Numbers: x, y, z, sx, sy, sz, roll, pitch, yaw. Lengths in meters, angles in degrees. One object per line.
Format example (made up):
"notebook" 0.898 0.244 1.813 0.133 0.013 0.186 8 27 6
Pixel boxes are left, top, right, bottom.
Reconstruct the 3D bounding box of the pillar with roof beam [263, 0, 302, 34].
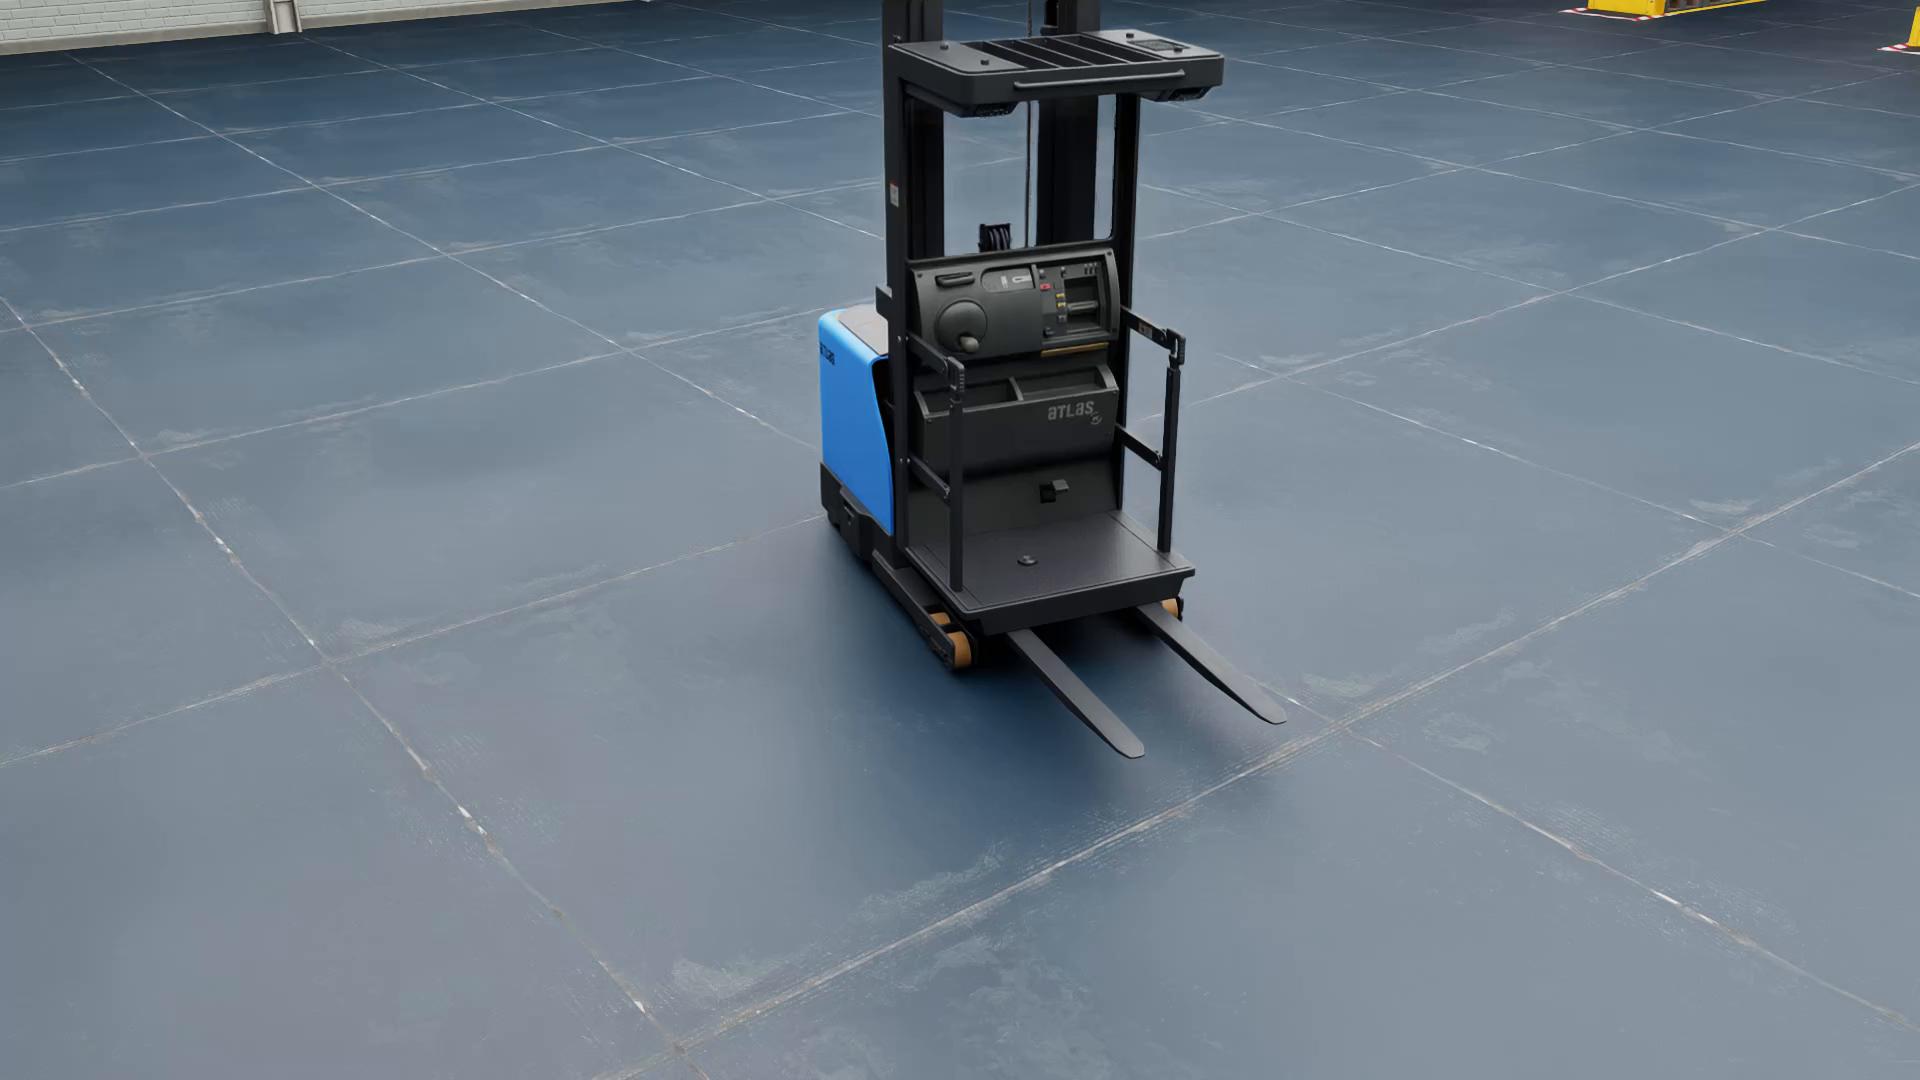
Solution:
"pillar with roof beam" -7.147 -10.039 19.192 0.400 9.000 9.100 -18 31 -34

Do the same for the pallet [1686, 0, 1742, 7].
"pallet" 12.090 -8.965 27.315 1.213 0.211 1.003 -18 31 -34

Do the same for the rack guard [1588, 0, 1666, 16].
"rack guard" 10.488 -8.571 26.125 0.348 0.500 1.175 -18 31 -34

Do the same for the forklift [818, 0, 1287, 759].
"forklift" 0.334 -0.979 6.878 1.130 2.935 3.031 -10 27 -21

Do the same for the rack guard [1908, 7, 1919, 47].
"rack guard" 13.573 -6.915 22.556 0.348 0.500 1.175 -18 31 -34

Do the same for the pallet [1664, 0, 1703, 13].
"pallet" 11.131 -8.650 26.636 1.213 0.211 1.003 -18 31 -34
